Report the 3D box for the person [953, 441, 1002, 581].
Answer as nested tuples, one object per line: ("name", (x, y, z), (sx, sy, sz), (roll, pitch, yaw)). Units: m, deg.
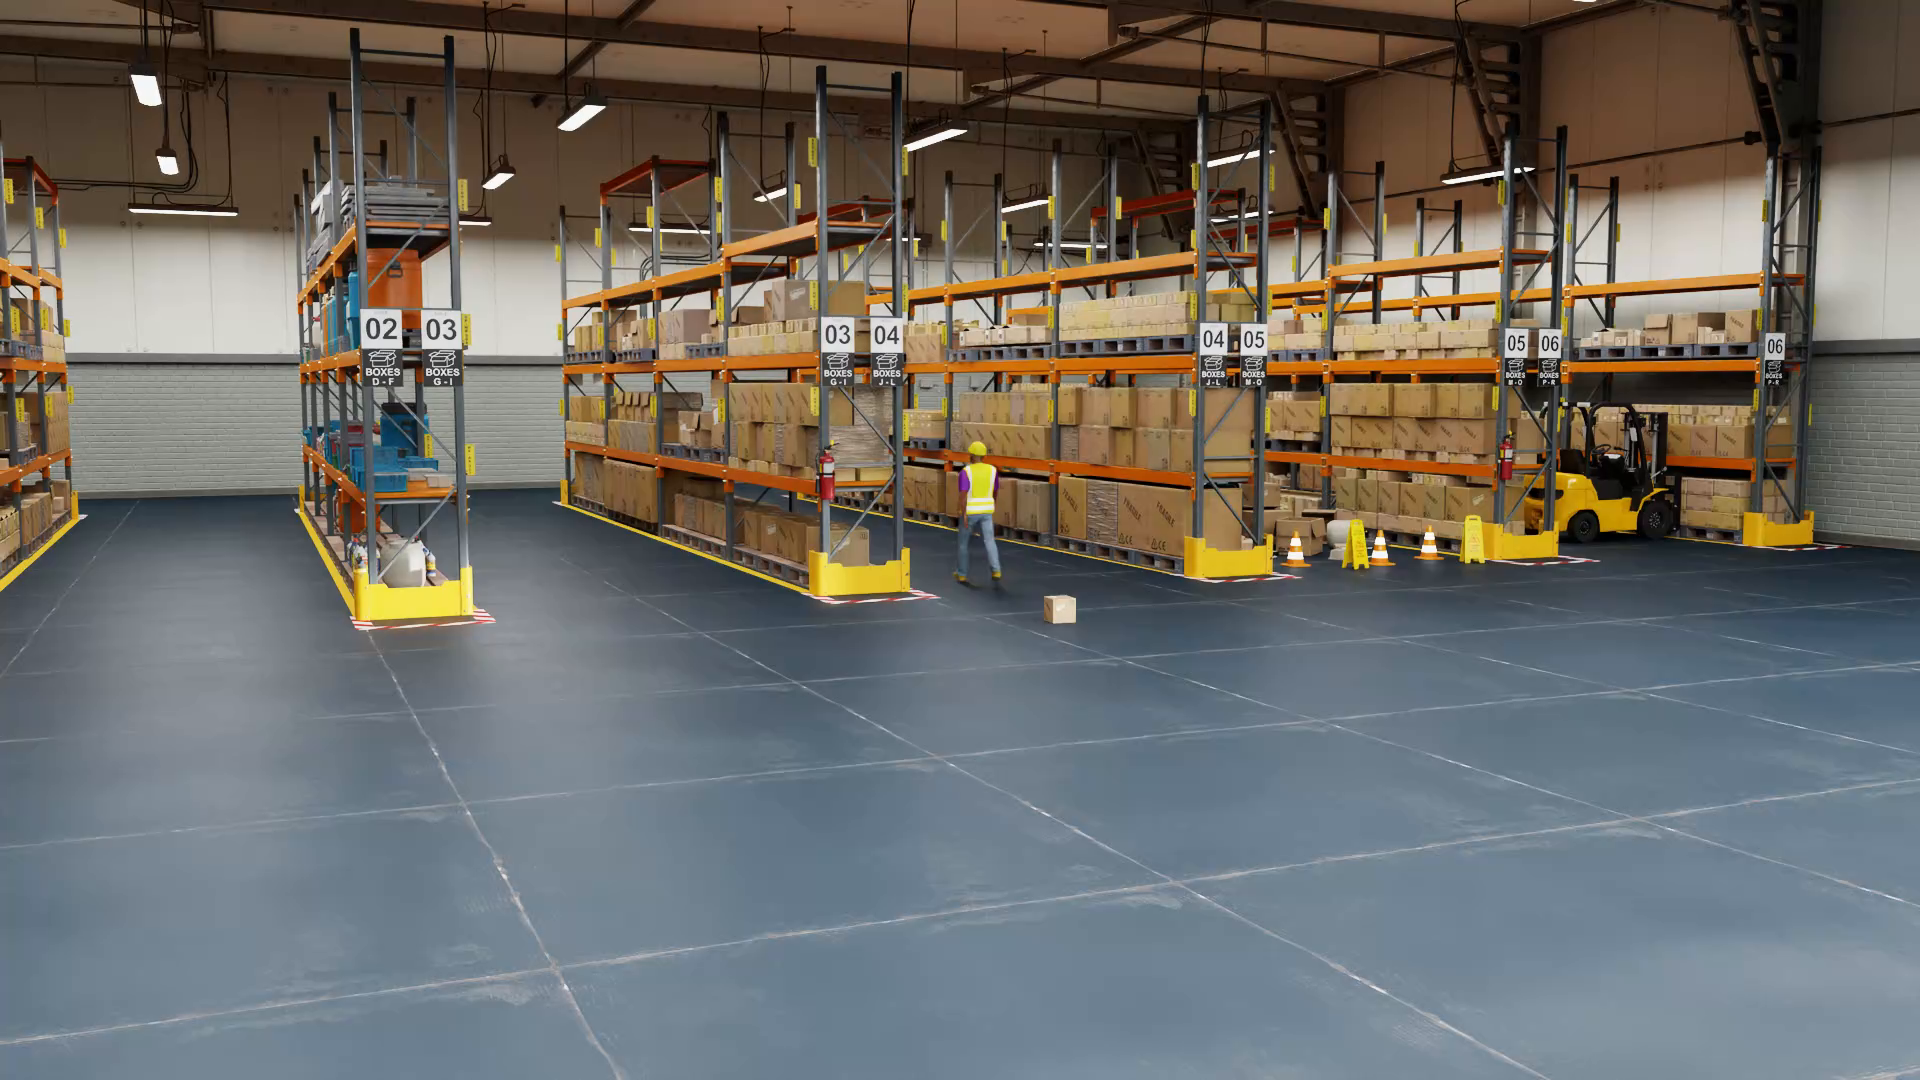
("person", (0.211, -0.336, 20.217), (0.552, 1.727, 1.039), (-2, 6, -17))
